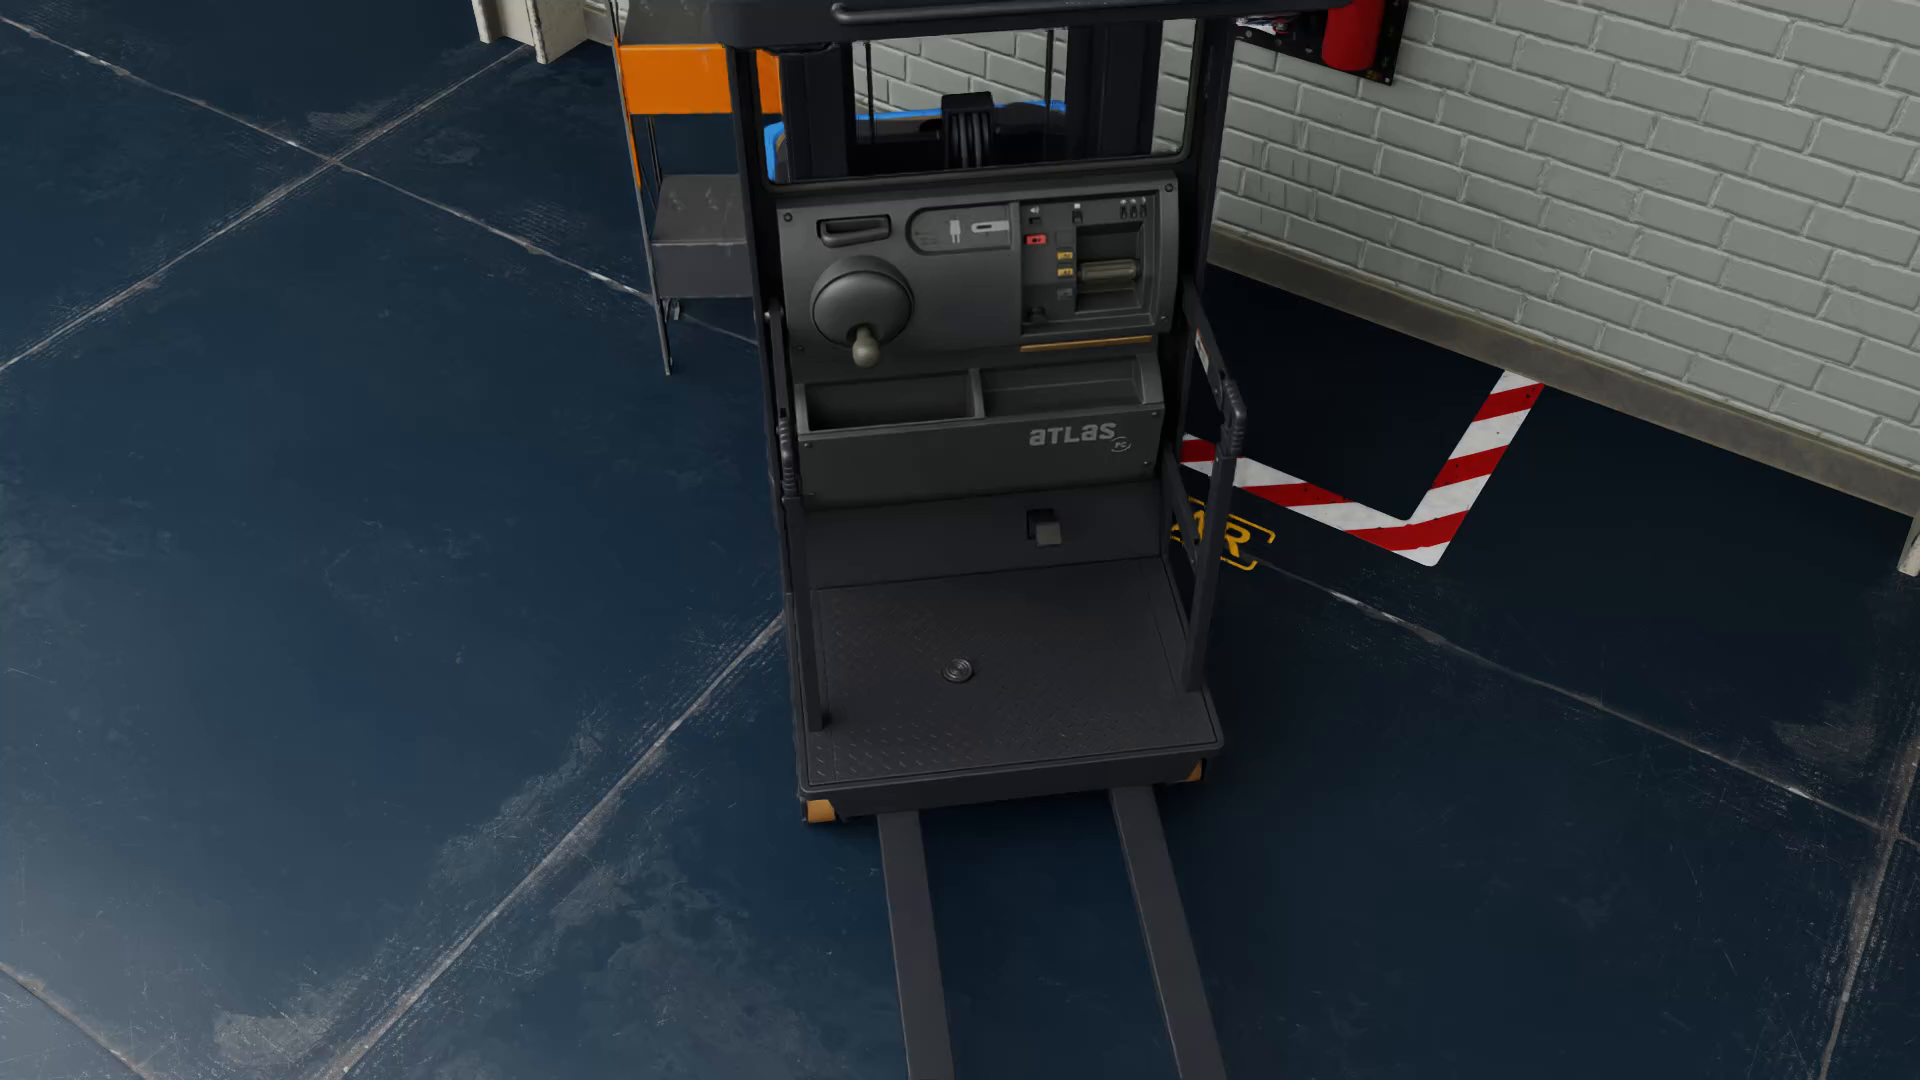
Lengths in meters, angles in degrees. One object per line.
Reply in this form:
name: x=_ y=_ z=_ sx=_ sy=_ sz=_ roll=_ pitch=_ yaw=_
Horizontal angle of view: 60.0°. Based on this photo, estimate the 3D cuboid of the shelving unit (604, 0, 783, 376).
shelving unit: x=-0.780 y=-1.451 z=5.196 sx=0.503 sy=2.100 sz=0.431 roll=-1 pitch=46 yaw=-1

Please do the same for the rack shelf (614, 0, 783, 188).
rack shelf: x=-0.780 y=-1.442 z=5.206 sx=0.480 sy=0.518 sz=0.431 roll=-1 pitch=46 yaw=-1

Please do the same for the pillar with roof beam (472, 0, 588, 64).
pillar with roof beam: x=-4.218 y=-2.784 z=1.681 sx=0.400 sy=9.000 sz=9.100 roll=25 pitch=51 yaw=22

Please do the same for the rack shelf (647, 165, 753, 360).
rack shelf: x=-0.780 y=-0.954 z=5.708 sx=0.480 sy=0.518 sz=0.431 roll=-1 pitch=46 yaw=-1

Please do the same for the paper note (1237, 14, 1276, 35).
paper note: x=0.986 y=-1.752 z=5.475 sx=0.142 sy=0.148 sz=0.016 roll=25 pitch=51 yaw=22

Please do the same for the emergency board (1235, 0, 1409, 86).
emergency board: x=1.097 y=-1.949 z=5.052 sx=0.643 sy=1.169 sz=0.194 roll=25 pitch=51 yaw=22

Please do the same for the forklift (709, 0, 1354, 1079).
forklift: x=0.080 y=-0.532 z=3.723 sx=1.130 sy=2.935 sz=3.031 roll=-5 pitch=46 yaw=-5

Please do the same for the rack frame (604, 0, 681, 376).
rack frame: x=-1.024 y=-1.447 z=5.192 sx=0.015 sy=2.100 sz=0.400 roll=-1 pitch=46 yaw=-1
